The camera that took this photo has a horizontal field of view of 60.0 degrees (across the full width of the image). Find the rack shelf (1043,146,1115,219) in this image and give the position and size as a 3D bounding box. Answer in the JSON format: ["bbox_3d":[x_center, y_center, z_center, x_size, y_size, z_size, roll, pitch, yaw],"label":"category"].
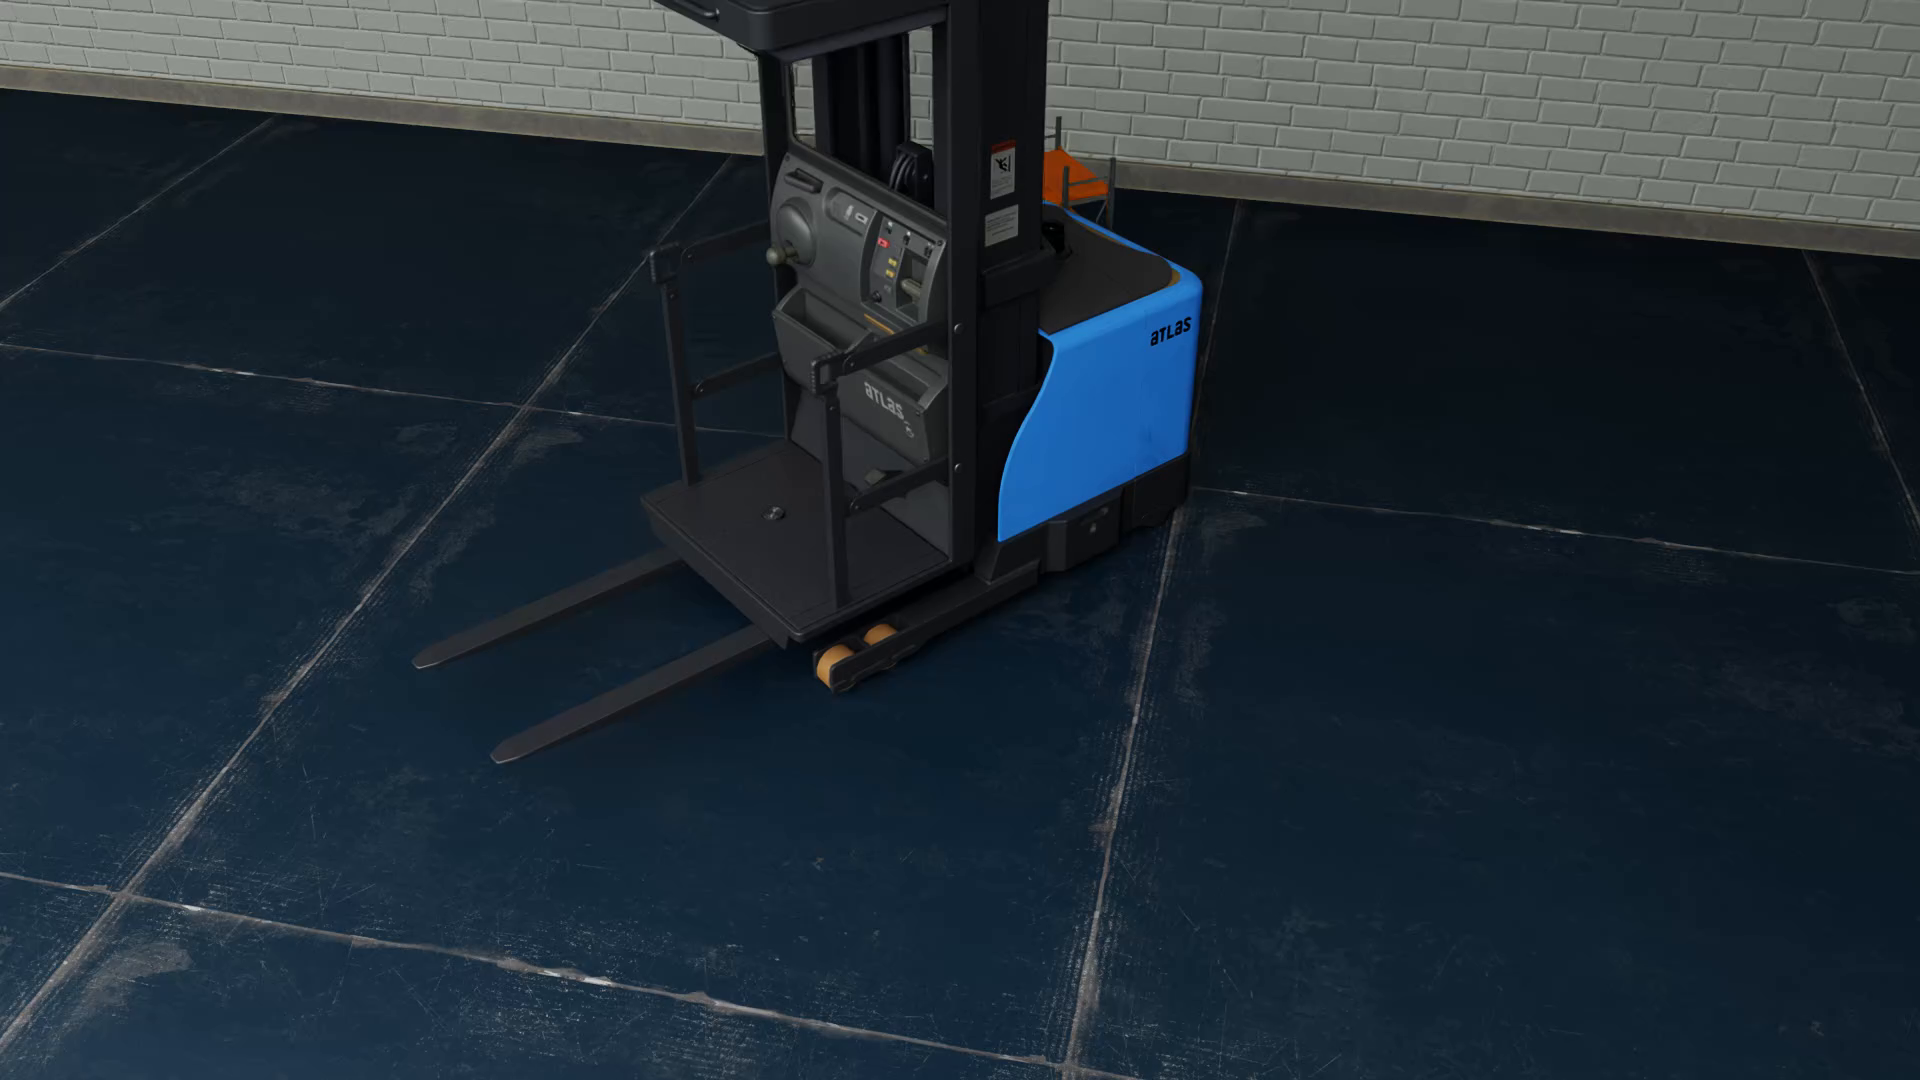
[{"bbox_3d":[0.434,-1.520,7.156,0.258,0.148,0.480,-15,39,-20],"label":"rack shelf"}]

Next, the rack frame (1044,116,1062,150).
[{"bbox_3d":[0.331,-1.332,7.566,0.240,1.200,0.015,-15,39,-20],"label":"rack frame"}]

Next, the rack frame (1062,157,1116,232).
[{"bbox_3d":[0.536,-1.072,7.207,0.240,1.200,0.015,-15,39,-20],"label":"rack frame"}]

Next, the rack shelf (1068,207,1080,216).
[{"bbox_3d":[0.434,-1.329,7.294,0.258,0.148,0.480,-15,39,-20],"label":"rack shelf"}]

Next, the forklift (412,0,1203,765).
[{"bbox_3d":[-0.524,-0.992,5.621,3.031,2.935,1.130,-25,43,-31],"label":"forklift"}]

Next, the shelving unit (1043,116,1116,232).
[{"bbox_3d":[0.434,-1.202,7.386,0.258,1.200,0.503,-15,39,-20],"label":"shelving unit"}]
